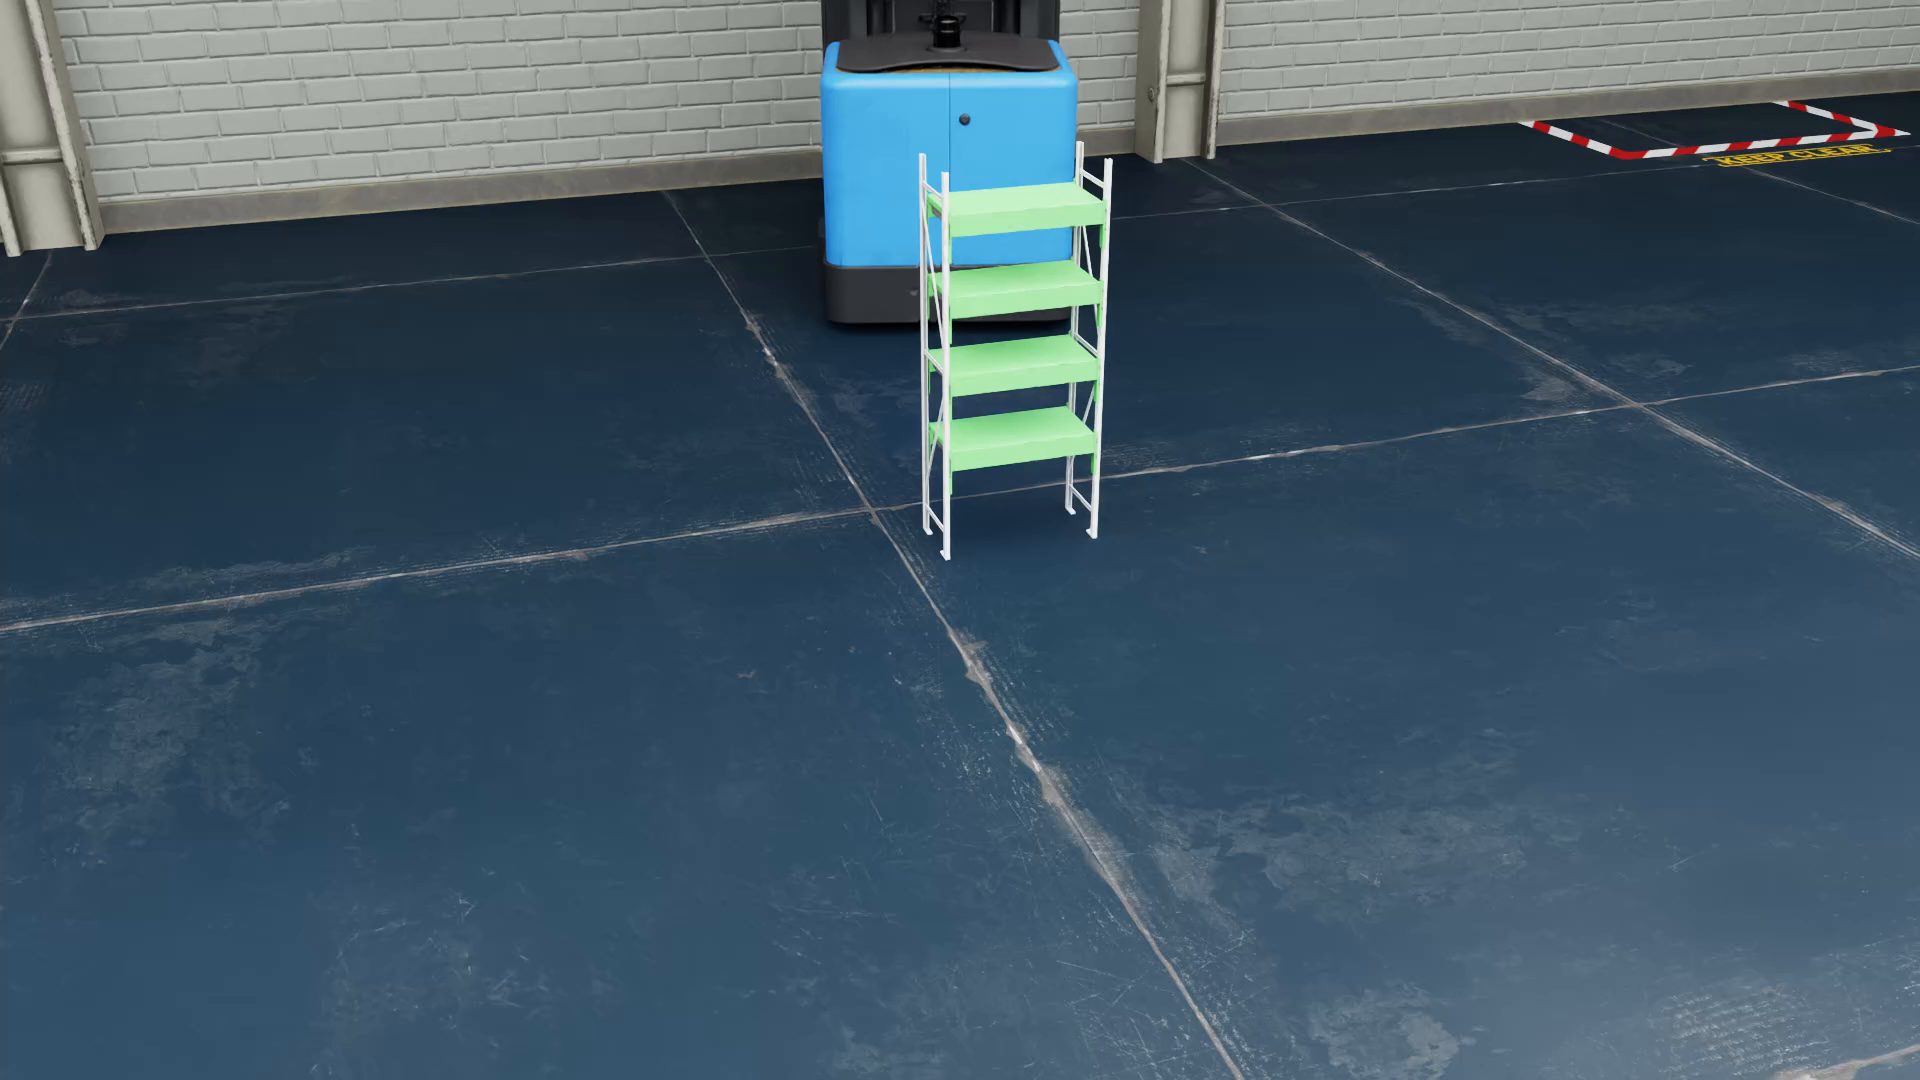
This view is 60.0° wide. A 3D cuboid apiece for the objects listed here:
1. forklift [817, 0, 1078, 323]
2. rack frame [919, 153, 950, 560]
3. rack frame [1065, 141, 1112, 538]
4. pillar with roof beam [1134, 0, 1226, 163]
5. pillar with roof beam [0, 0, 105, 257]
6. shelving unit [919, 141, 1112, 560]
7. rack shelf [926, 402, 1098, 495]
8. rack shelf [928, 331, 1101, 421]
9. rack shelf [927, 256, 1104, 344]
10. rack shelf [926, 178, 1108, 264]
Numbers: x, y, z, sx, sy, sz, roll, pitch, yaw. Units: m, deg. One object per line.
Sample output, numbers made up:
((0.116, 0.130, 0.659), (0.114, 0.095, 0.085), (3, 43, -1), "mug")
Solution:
((-0.098, -2.827, 7.647), (1.130, 2.935, 3.031), (-1, 26, -2), "forklift")
((-0.075, -0.527, 4.961), (0.015, 1.200, 0.240), (-8, 28, -16), "rack frame")
((0.389, -0.594, 5.097), (0.015, 1.200, 0.240), (-8, 28, -16), "rack frame")
((2.599, -4.491, 4.176), (0.400, 9.000, 9.100), (-8, 28, -16), "pillar with roof beam")
((-3.106, -3.665, 2.512), (0.400, 9.000, 9.100), (-8, 28, -16), "pillar with roof beam")
((0.157, -0.560, 5.029), (0.503, 1.200, 0.258), (-8, 28, -16), "shelving unit")
((0.157, -0.288, 5.164), (0.480, 0.148, 0.258), (-8, 28, -16), "rack shelf")
((0.157, -0.503, 5.058), (0.480, 0.148, 0.258), (-8, 28, -16), "rack shelf")
((0.157, -0.718, 4.951), (0.480, 0.148, 0.258), (-8, 28, -16), "rack shelf")
((0.157, -0.933, 4.844), (0.480, 0.148, 0.258), (-8, 28, -16), "rack shelf")
